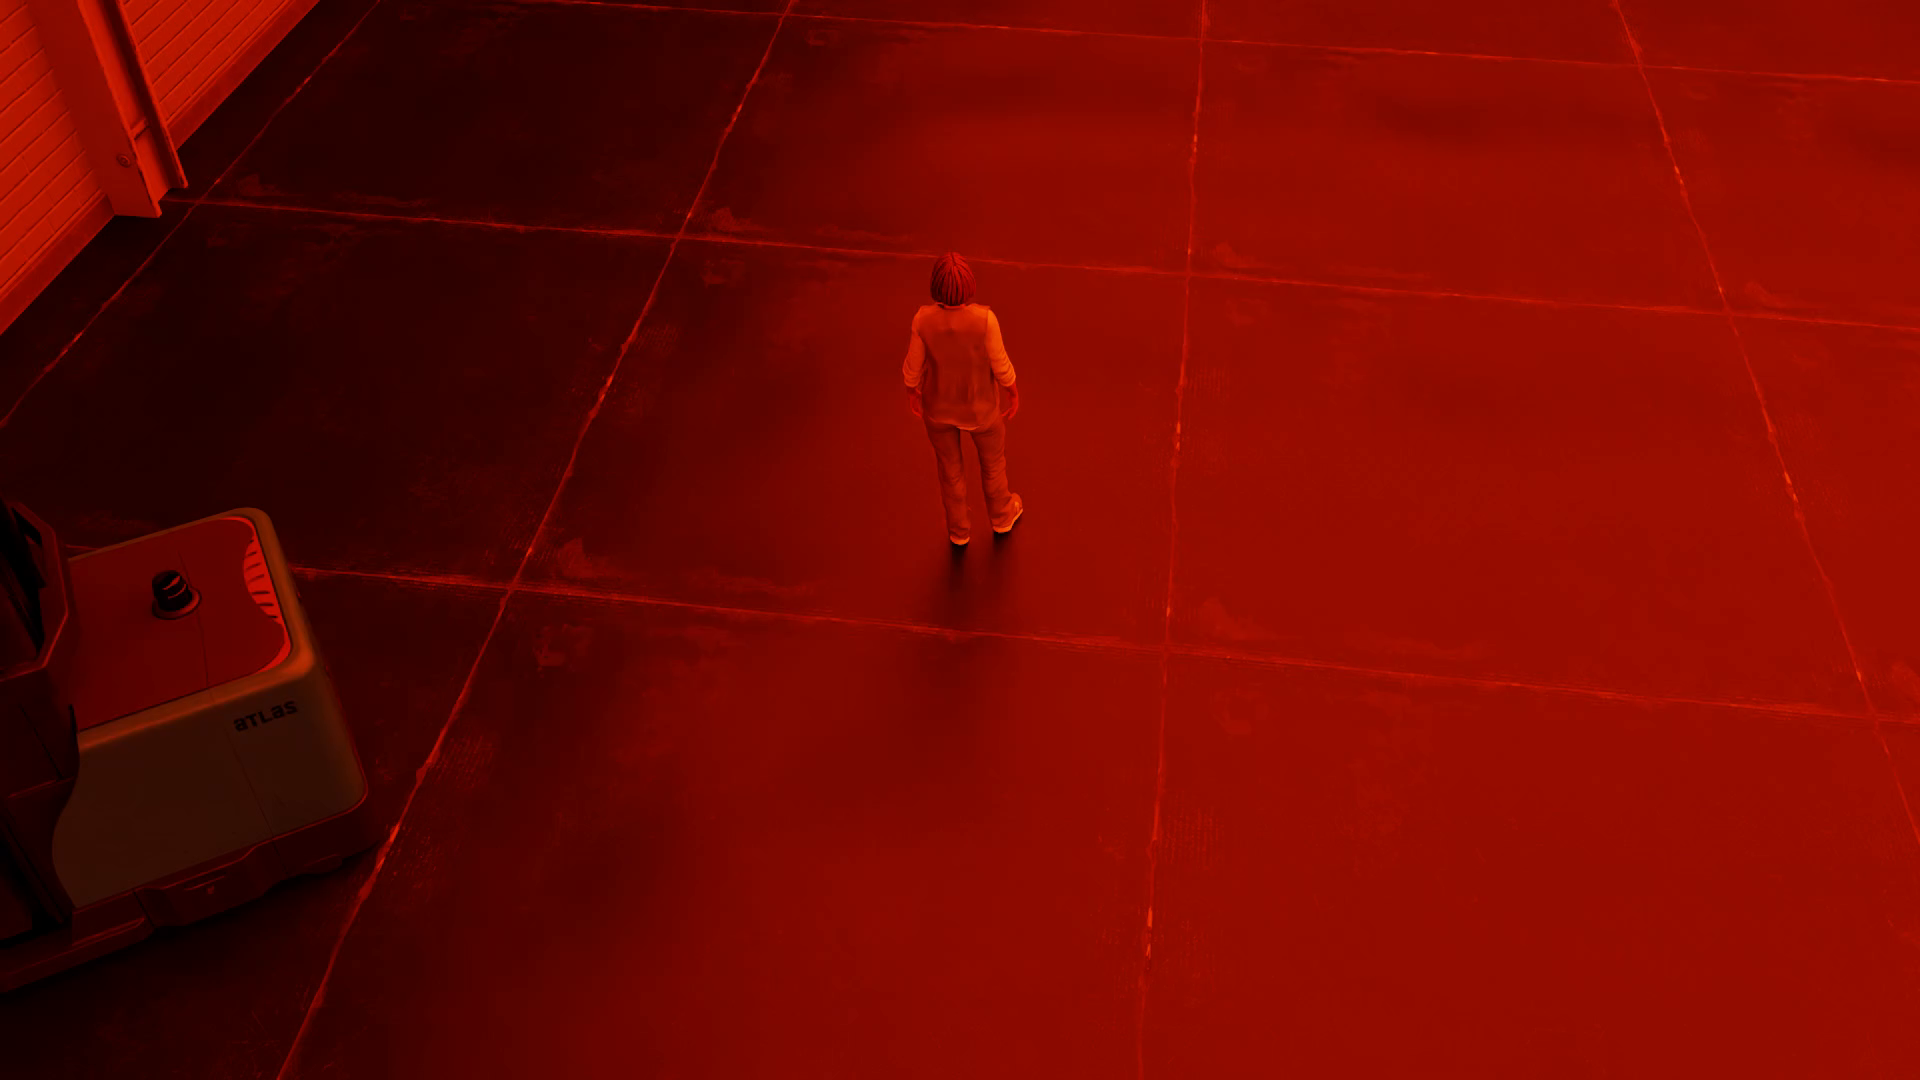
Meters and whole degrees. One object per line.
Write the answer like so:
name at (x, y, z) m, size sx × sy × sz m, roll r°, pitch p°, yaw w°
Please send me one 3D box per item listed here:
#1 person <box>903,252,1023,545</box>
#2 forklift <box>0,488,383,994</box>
person at (0.024, -0.642, 7.399) m, size 0.521 × 1.599 × 0.473 m, roll 5°, pitch 43°, yaw 6°
forklift at (-3.820, 0.313, 5.383) m, size 3.031 × 2.935 × 1.130 m, roll -20°, pitch 46°, yaw -20°
